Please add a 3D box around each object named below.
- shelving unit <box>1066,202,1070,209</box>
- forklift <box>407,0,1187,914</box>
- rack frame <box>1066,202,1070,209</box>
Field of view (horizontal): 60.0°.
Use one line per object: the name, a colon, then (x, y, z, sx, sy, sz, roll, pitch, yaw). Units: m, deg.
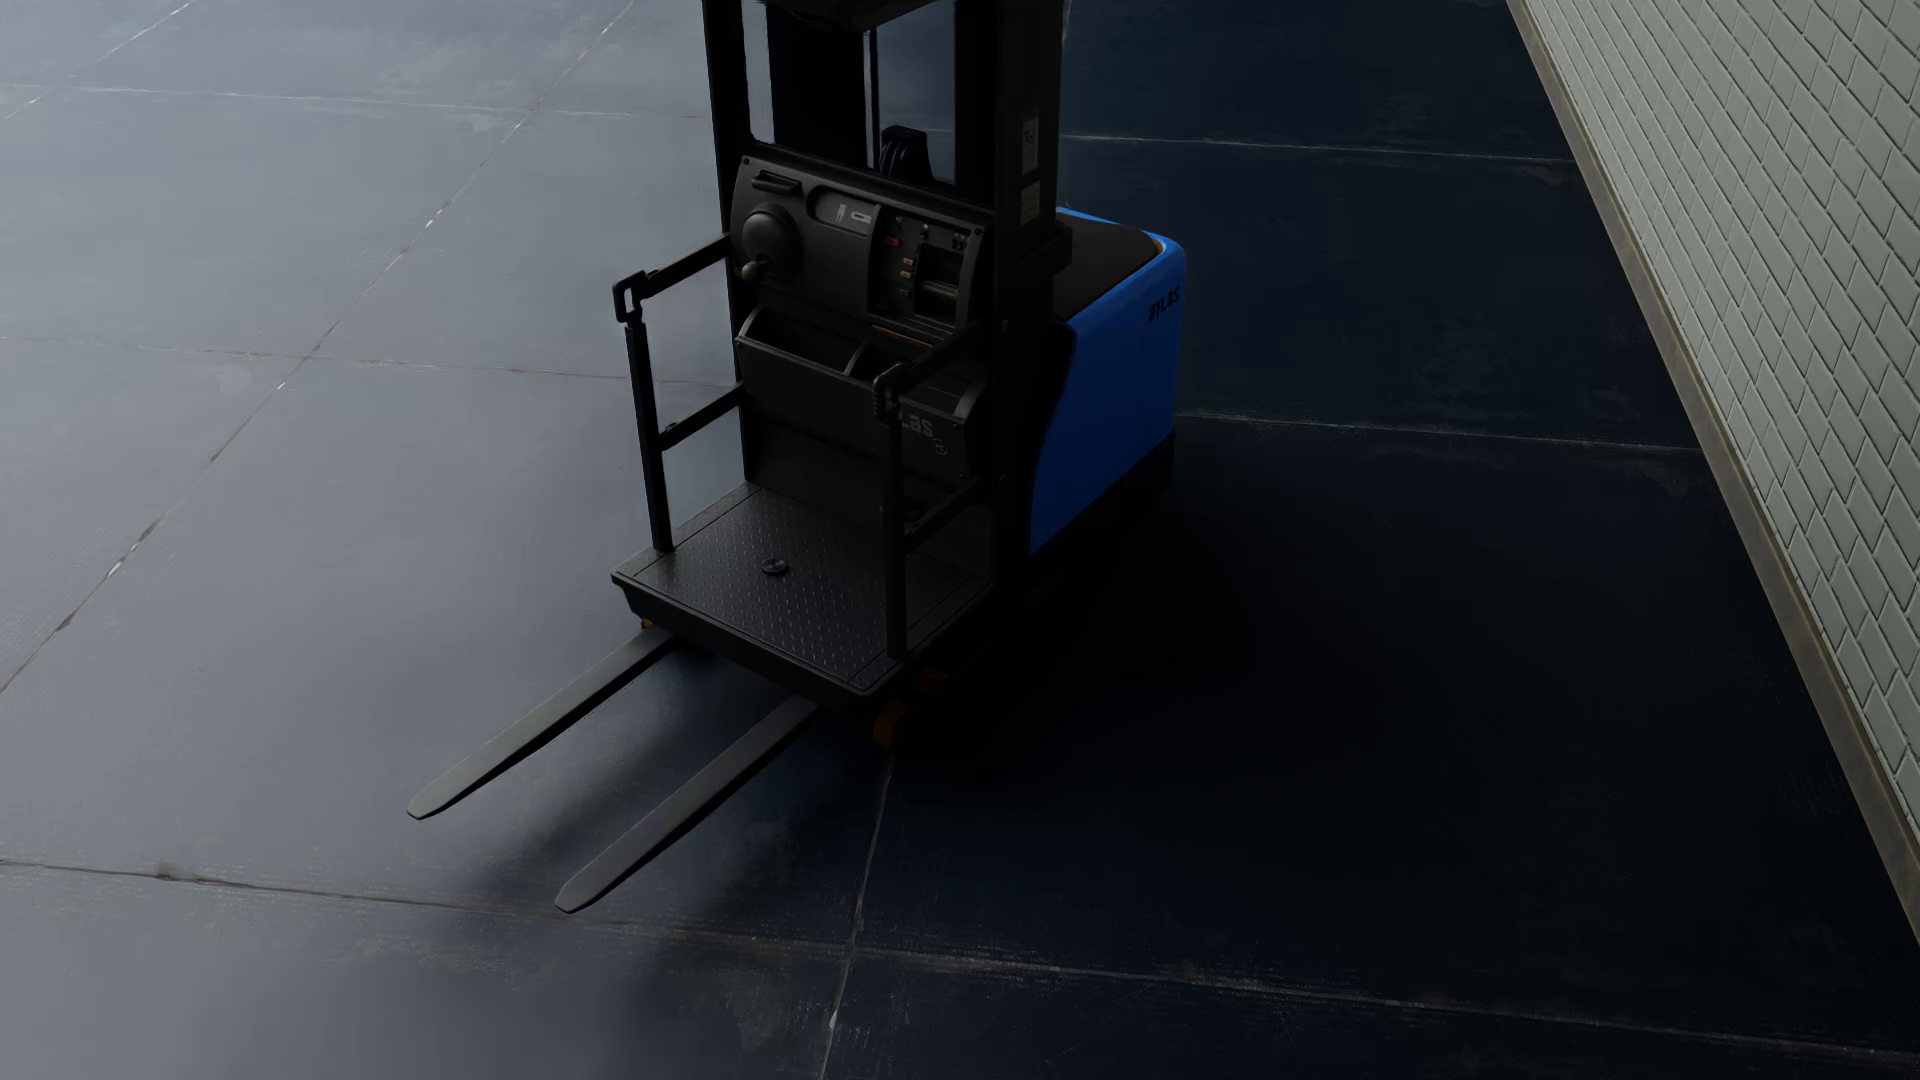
shelving unit: (0.353, -0.886, 6.717, 0.210, 0.900, 0.258, -8, 36, -11)
forklift: (-0.444, -0.838, 4.901, 1.130, 2.935, 3.031, 22, 41, 28)
rack frame: (0.452, -0.900, 6.737, 0.006, 0.900, 0.240, -8, 36, -11)
